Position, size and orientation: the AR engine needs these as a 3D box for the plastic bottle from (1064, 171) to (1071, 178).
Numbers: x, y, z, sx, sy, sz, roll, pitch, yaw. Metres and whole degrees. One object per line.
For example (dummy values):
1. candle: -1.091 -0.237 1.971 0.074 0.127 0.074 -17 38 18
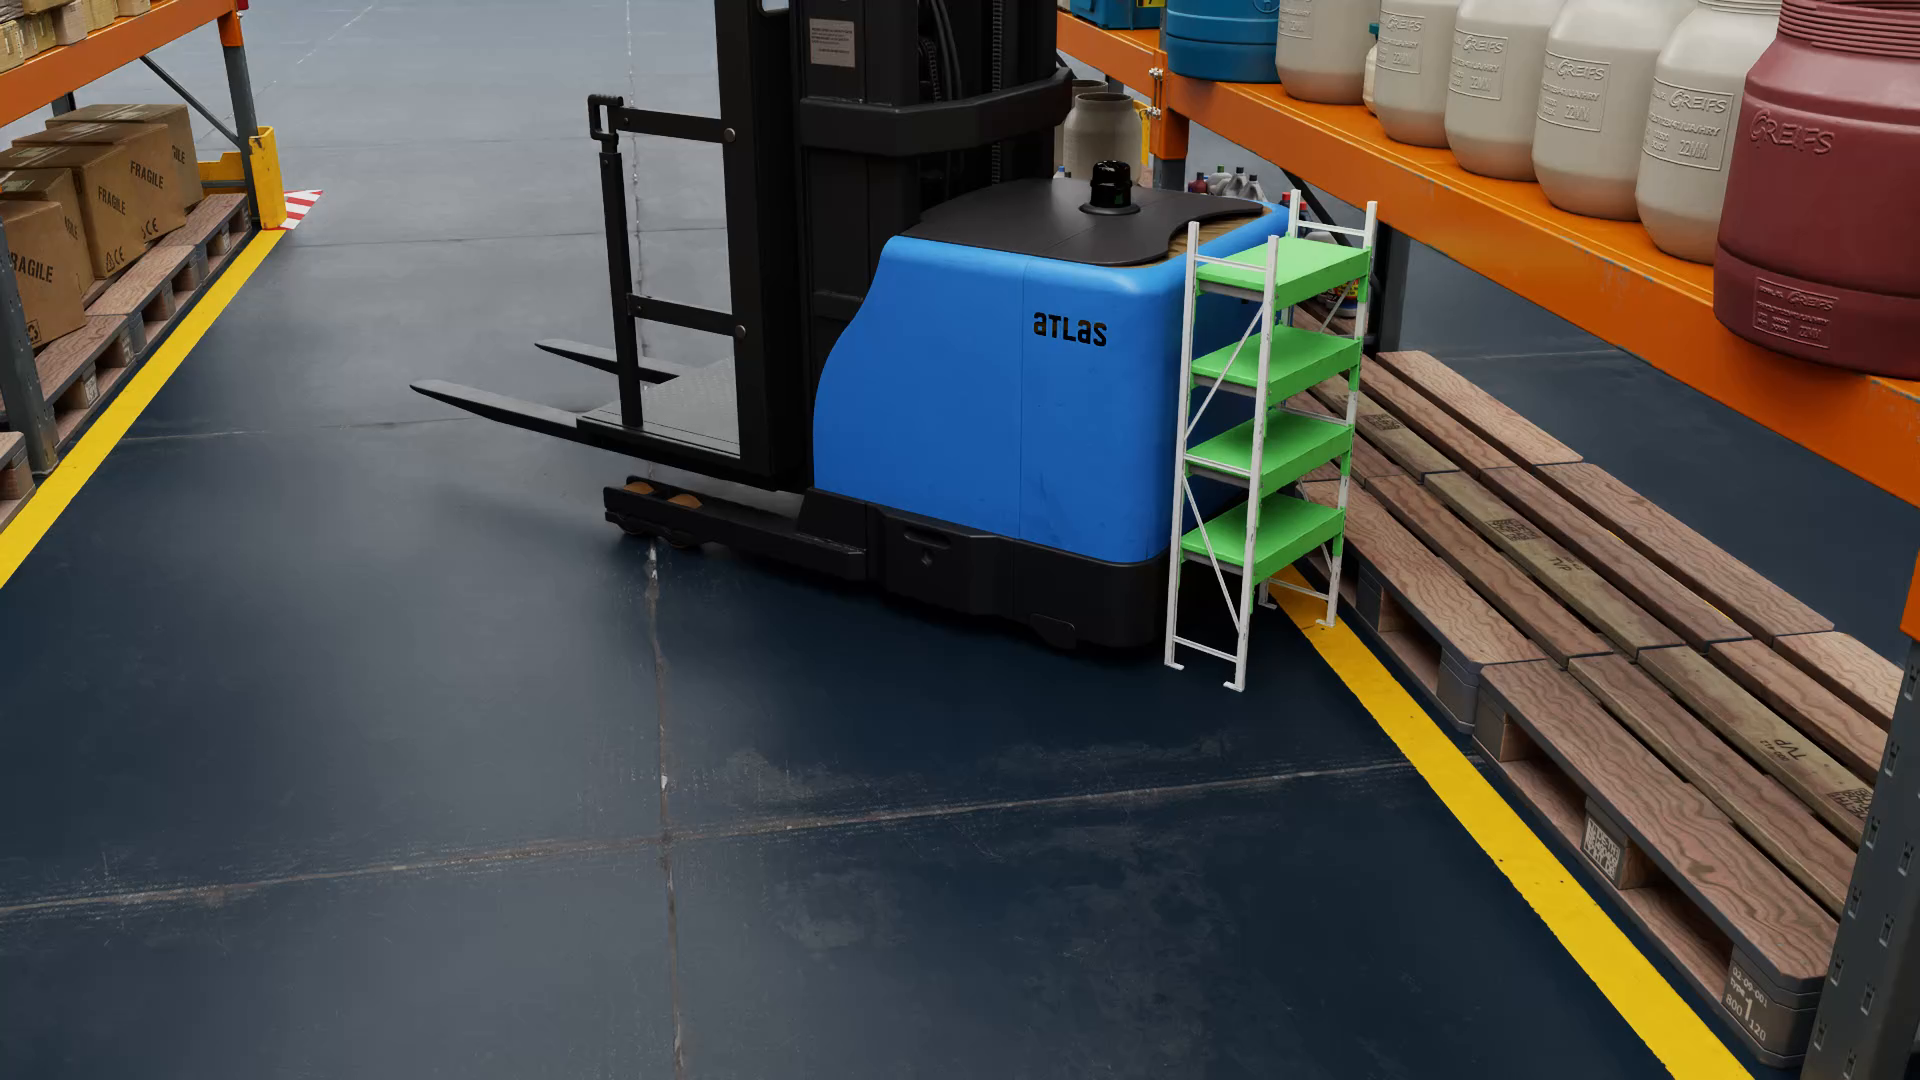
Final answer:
1. plastic bottle: 0.531 -1.648 8.120 0.061 0.283 0.133 -4 24 -9

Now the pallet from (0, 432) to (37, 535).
1. pallet: -3.505 0.006 4.972 1.003 0.211 1.213 -4 24 -10

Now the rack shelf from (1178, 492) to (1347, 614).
1. rack shelf: 0.804 0.018 4.469 0.258 0.148 0.480 19 30 36

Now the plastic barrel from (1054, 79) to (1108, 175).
1. plastic barrel: 0.675 -2.317 9.391 0.421 0.512 0.421 0 24 0

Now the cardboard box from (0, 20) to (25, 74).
1. cardboard box: -3.428 -1.669 5.637 0.380 0.149 0.250 -4 24 -10

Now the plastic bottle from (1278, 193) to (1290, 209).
1. plastic bottle: 1.441 -1.355 7.364 0.144 0.351 0.185 -5 24 -12

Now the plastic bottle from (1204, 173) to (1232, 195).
1. plastic bottle: 1.268 -1.680 8.202 0.152 0.276 0.135 -4 24 -9

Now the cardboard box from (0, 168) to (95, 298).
1. cardboard box: -3.990 -1.248 6.959 0.500 0.500 0.500 -6 24 -14

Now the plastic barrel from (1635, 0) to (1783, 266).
1. plastic barrel: 1.557 -0.811 3.220 0.421 0.512 0.421 0 24 0

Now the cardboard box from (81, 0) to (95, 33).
1. cardboard box: -3.650 -2.059 6.531 0.380 0.149 0.250 -4 24 -10

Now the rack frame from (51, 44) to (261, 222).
1. rack frame: -4.390 -3.151 8.717 1.000 3.000 0.127 -4 24 -10

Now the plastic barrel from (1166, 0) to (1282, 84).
1. plastic barrel: 0.991 -2.000 5.455 0.600 0.901 0.708 -4 24 -10

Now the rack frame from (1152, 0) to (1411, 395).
1. rack frame: 1.217 -1.944 5.954 1.000 3.000 0.127 -4 24 -10

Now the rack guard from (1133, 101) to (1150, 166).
1. rack guard: 0.538 -2.346 9.997 1.175 0.500 0.348 -4 24 -10

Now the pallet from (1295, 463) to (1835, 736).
1. pallet: 1.630 0.120 4.711 1.003 0.211 1.213 -4 24 -10

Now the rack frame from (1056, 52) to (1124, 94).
1. rack frame: 0.478 -3.518 9.557 1.000 3.000 0.127 -4 24 -10

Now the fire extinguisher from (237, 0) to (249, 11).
1. fire extinguisher: -3.958 -3.195 8.914 0.296 0.674 0.183 -4 24 -10

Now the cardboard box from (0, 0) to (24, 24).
1. cardboard box: -3.672 -1.942 5.451 0.875 0.500 0.500 -4 24 -10

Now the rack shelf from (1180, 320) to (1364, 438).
1. rack shelf: 0.804 -0.422 4.277 0.258 0.148 0.480 19 30 36

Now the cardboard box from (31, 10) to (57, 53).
1. cardboard box: -3.557 -1.863 6.081 0.380 0.149 0.250 -4 24 -10

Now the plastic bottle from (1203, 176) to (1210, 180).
1. plastic bottle: 1.248 -1.747 8.449 0.097 0.201 0.097 0 24 0

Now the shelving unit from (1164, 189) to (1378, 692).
1. shelving unit: 0.804 -0.260 4.347 0.258 1.200 0.503 19 30 36

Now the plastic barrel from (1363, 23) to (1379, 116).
1. plastic barrel: 1.311 -1.349 4.764 0.301 0.262 0.301 0 24 0

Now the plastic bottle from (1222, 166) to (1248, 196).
1. plastic bottle: 1.328 -1.595 7.914 0.144 0.351 0.185 -3 24 -8

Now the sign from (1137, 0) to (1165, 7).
1. sign: 0.675 -2.035 5.816 0.100 0.325 0.005 -4 24 -10

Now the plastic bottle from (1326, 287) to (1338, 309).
1. plastic bottle: 1.571 -1.061 6.879 0.097 0.201 0.097 0 24 0

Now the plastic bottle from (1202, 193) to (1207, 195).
1. plastic bottle: 1.174 -1.575 8.055 0.097 0.201 0.097 0 24 0

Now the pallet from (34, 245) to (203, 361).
1. pallet: -4.038 -1.042 7.373 1.003 0.211 1.213 -4 24 -10

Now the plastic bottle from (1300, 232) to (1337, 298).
1. plastic bottle: 1.503 -1.181 7.059 0.152 0.276 0.135 -3 24 -8

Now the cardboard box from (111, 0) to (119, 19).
1. cardboard box: -3.776 -2.254 6.976 0.380 0.149 0.250 -4 24 -10

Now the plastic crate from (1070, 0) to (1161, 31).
1. plastic crate: 0.746 -2.291 6.935 0.499 0.251 0.616 -4 24 -10

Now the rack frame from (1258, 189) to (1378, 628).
1. rack frame: 0.962 -0.335 4.518 0.240 1.200 0.015 19 30 36

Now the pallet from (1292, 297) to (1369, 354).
1. pallet: 1.134 -0.934 7.124 1.003 0.211 1.213 -4 24 -10

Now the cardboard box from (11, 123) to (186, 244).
1. cardboard box: -4.146 -1.719 8.036 0.500 0.500 0.500 2 24 4

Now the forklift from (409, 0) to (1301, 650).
1. forklift: -0.526 -1.479 4.974 3.031 2.935 1.130 14 27 30

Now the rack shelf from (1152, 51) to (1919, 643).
1. rack shelf: 1.587 -0.828 4.297 1.077 0.370 4.000 -4 24 -10

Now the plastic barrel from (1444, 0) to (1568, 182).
1. plastic barrel: 1.395 -1.155 3.978 0.433 0.535 0.433 0 24 0
